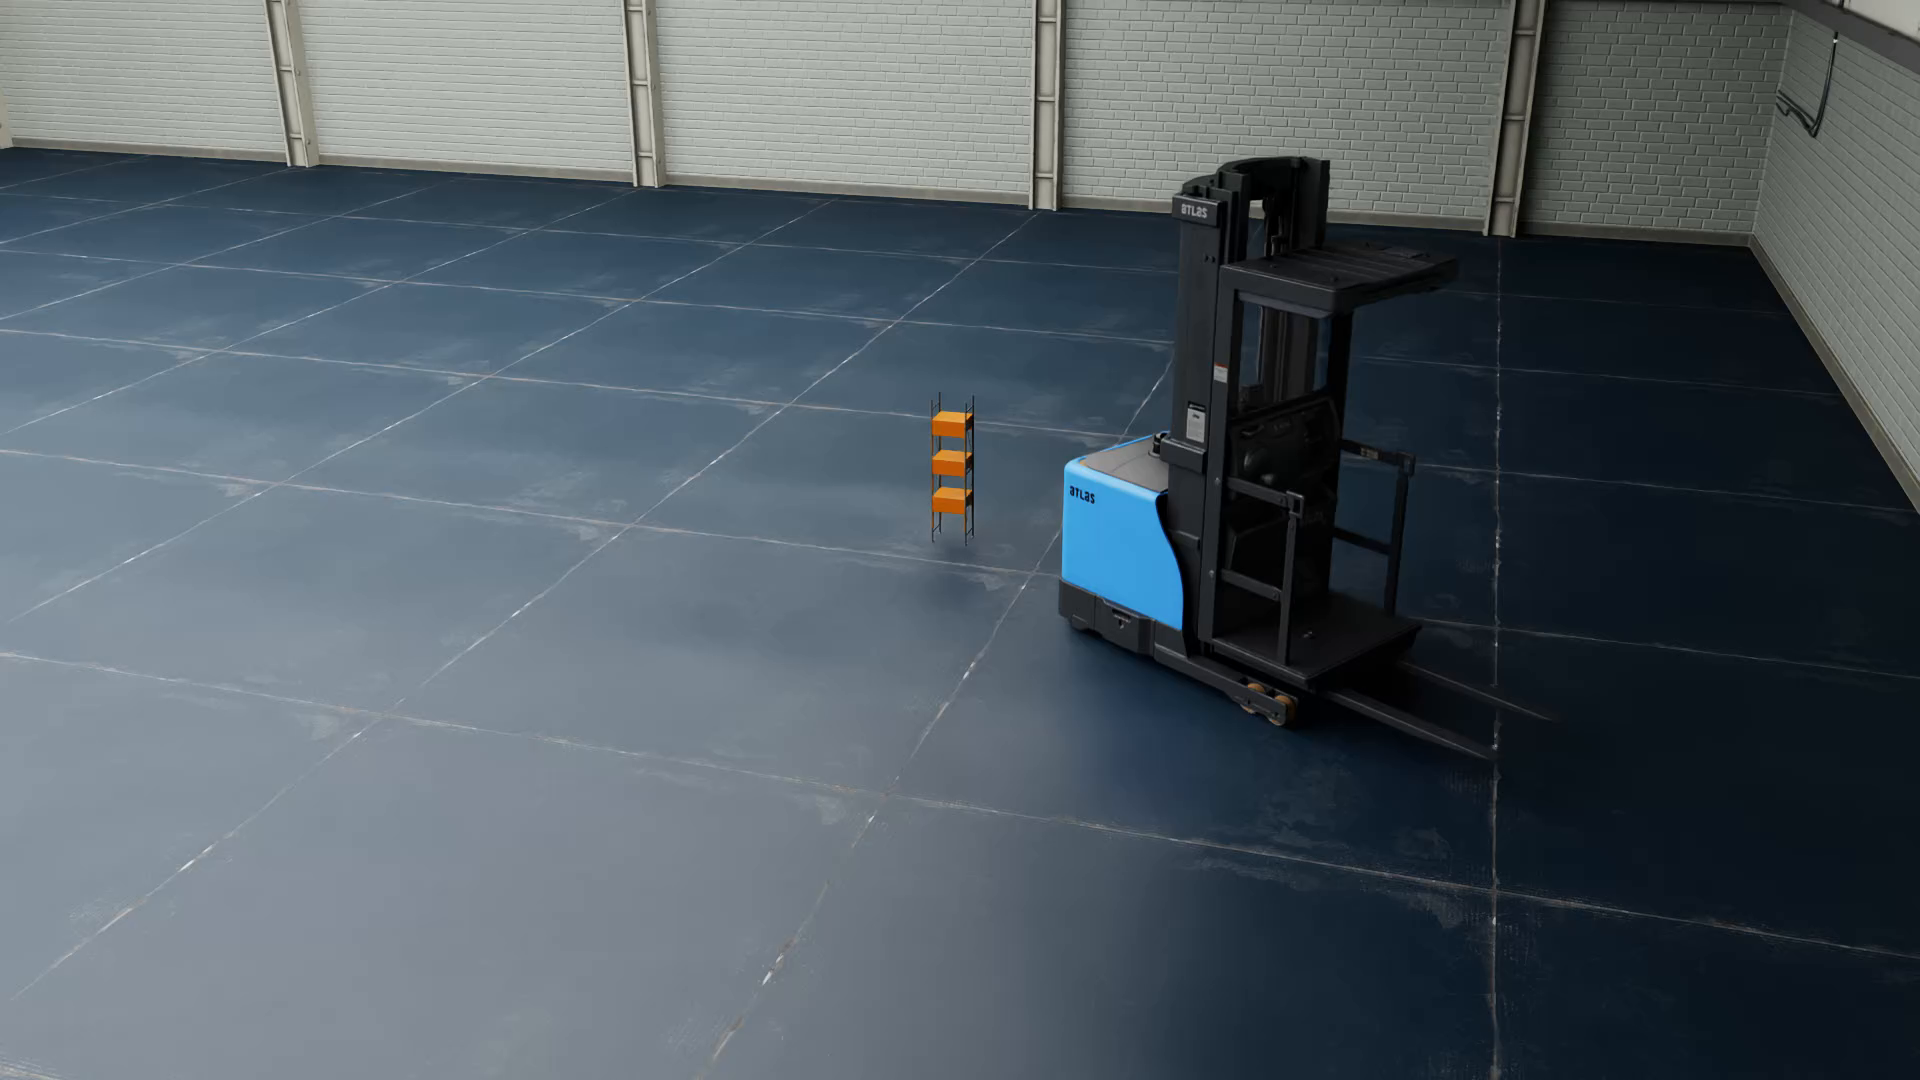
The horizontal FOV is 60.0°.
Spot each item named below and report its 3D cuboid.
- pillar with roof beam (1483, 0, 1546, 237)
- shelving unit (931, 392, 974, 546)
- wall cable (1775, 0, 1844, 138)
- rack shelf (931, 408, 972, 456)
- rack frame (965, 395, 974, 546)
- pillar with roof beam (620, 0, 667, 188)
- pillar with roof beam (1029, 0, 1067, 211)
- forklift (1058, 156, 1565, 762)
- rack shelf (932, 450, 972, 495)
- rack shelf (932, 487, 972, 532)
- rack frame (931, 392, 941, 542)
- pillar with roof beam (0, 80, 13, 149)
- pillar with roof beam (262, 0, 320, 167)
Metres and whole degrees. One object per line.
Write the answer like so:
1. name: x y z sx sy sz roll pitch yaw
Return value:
1. pillar with roof beam: 5.677 -6.524 15.818 0.400 9.000 9.100 7 23 16
2. shelving unit: -0.051 -0.492 11.585 0.252 1.050 0.215 7 23 15
3. wall cable: 9.359 -5.848 18.261 0.112 2.526 3.097 7 23 16
4. rack shelf: -0.051 -0.744 11.481 0.240 0.259 0.215 7 23 15
5. rack frame: 0.066 -0.478 11.552 0.008 1.050 0.200 7 23 15
6. pillar with roof beam: -5.811 -7.840 19.025 0.400 9.000 9.100 7 23 16
7. pillar with roof beam: -0.067 -7.182 17.421 0.400 9.000 9.100 7 23 16
8. forklift: 1.971 -0.542 9.228 1.130 2.935 3.031 -19 29 -38
9. rack shelf: -0.051 -0.482 11.589 0.240 0.259 0.215 7 23 15
10. rack shelf: -0.051 -0.225 11.695 0.240 0.259 0.215 7 23 15
11. rack frame: -0.168 -0.505 11.618 0.008 1.050 0.200 7 23 15
12. pillar with roof beam: -17.299 -9.155 22.232 0.400 9.000 9.100 7 23 16
13. pillar with roof beam: -11.555 -8.497 20.628 0.400 9.000 9.100 7 23 16
